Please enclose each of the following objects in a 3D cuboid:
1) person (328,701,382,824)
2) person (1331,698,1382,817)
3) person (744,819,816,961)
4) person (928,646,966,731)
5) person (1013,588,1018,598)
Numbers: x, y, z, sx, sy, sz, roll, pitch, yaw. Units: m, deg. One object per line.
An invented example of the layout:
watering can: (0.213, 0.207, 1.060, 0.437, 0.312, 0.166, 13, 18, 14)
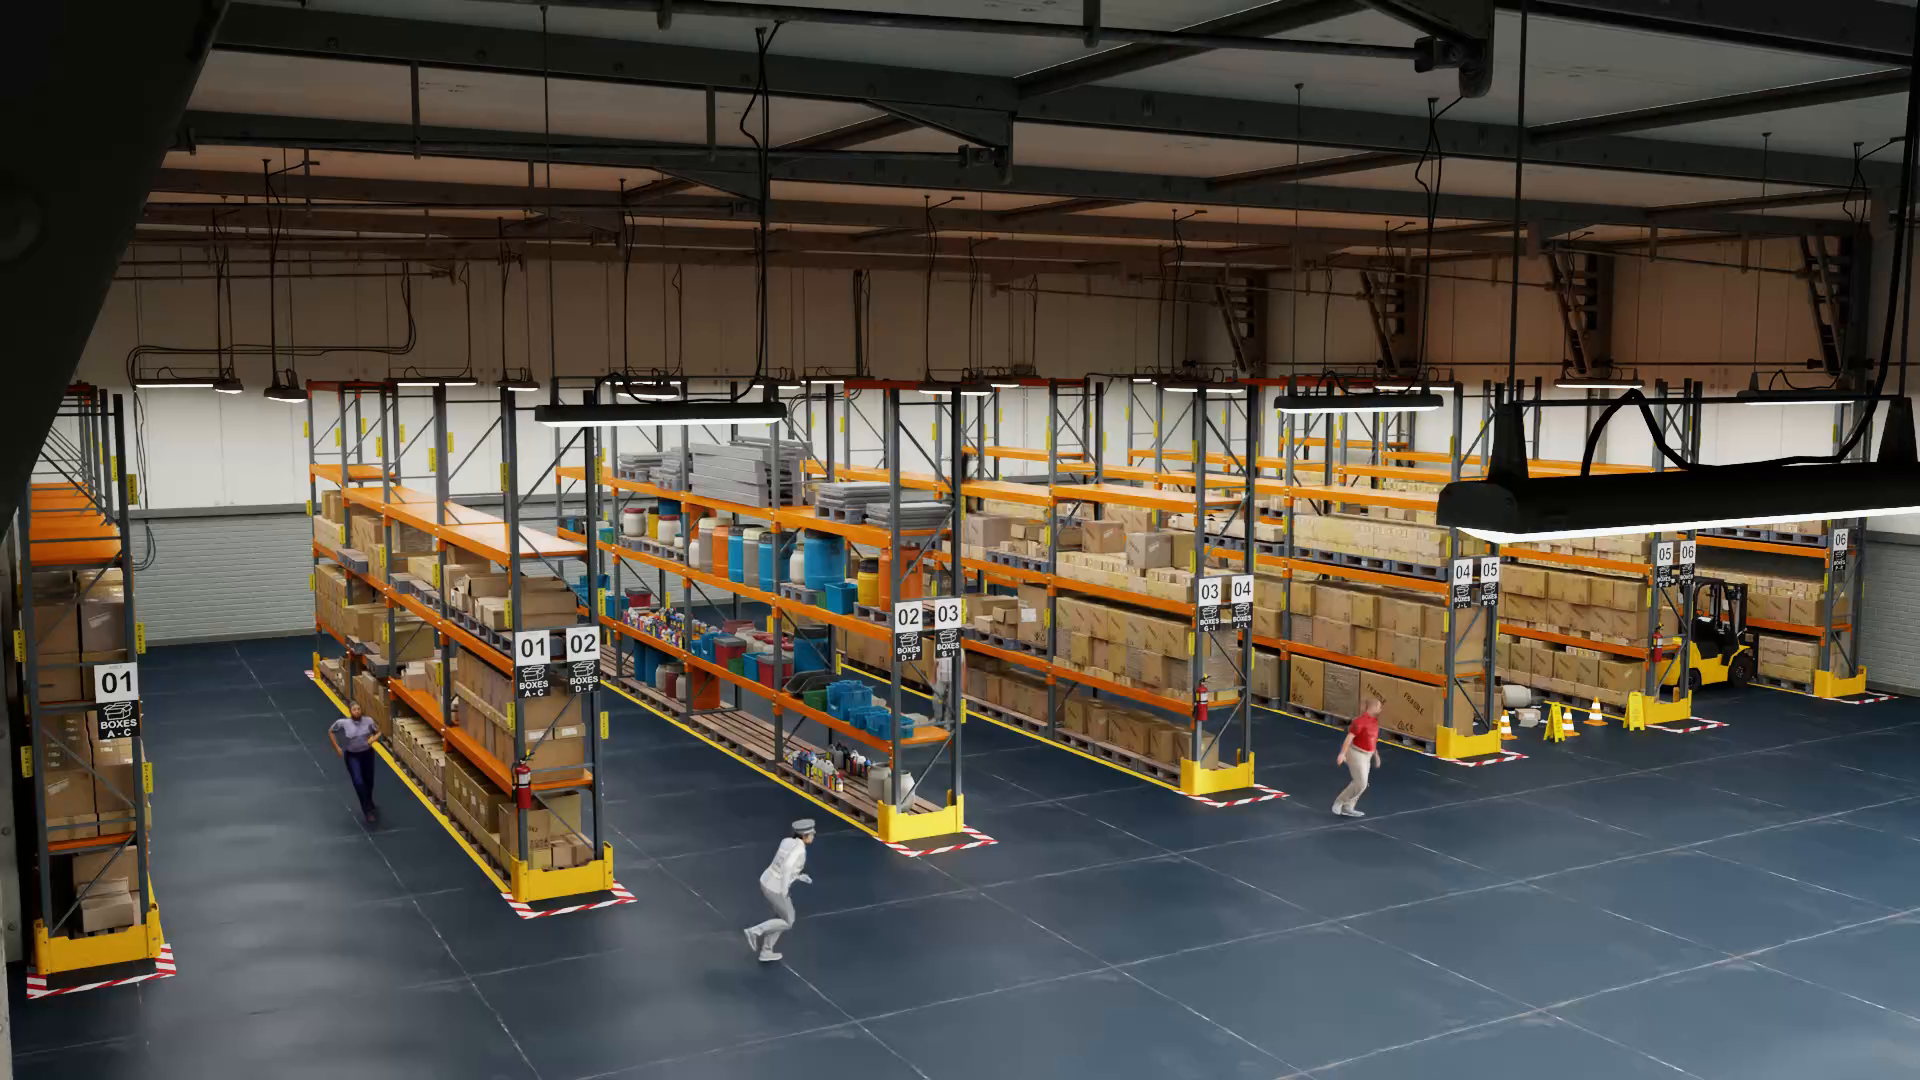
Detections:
person: (-8.385, 3.063, 23.141, 0.677, 1.681, 0.822, -4, 7, -33)
person: (5.549, 3.036, 23.200, 0.570, 1.687, 0.709, 4, 7, 34)
person: (-1.849, 3.736, 17.616, 0.720, 1.485, 0.641, -2, 7, -22)
person: (-0.229, 2.423, 28.722, 0.660, 1.787, 0.509, 0, 6, 1)
person: (1.603, 0.797, 44.513, 0.541, 1.580, 0.833, 4, 7, 35)
